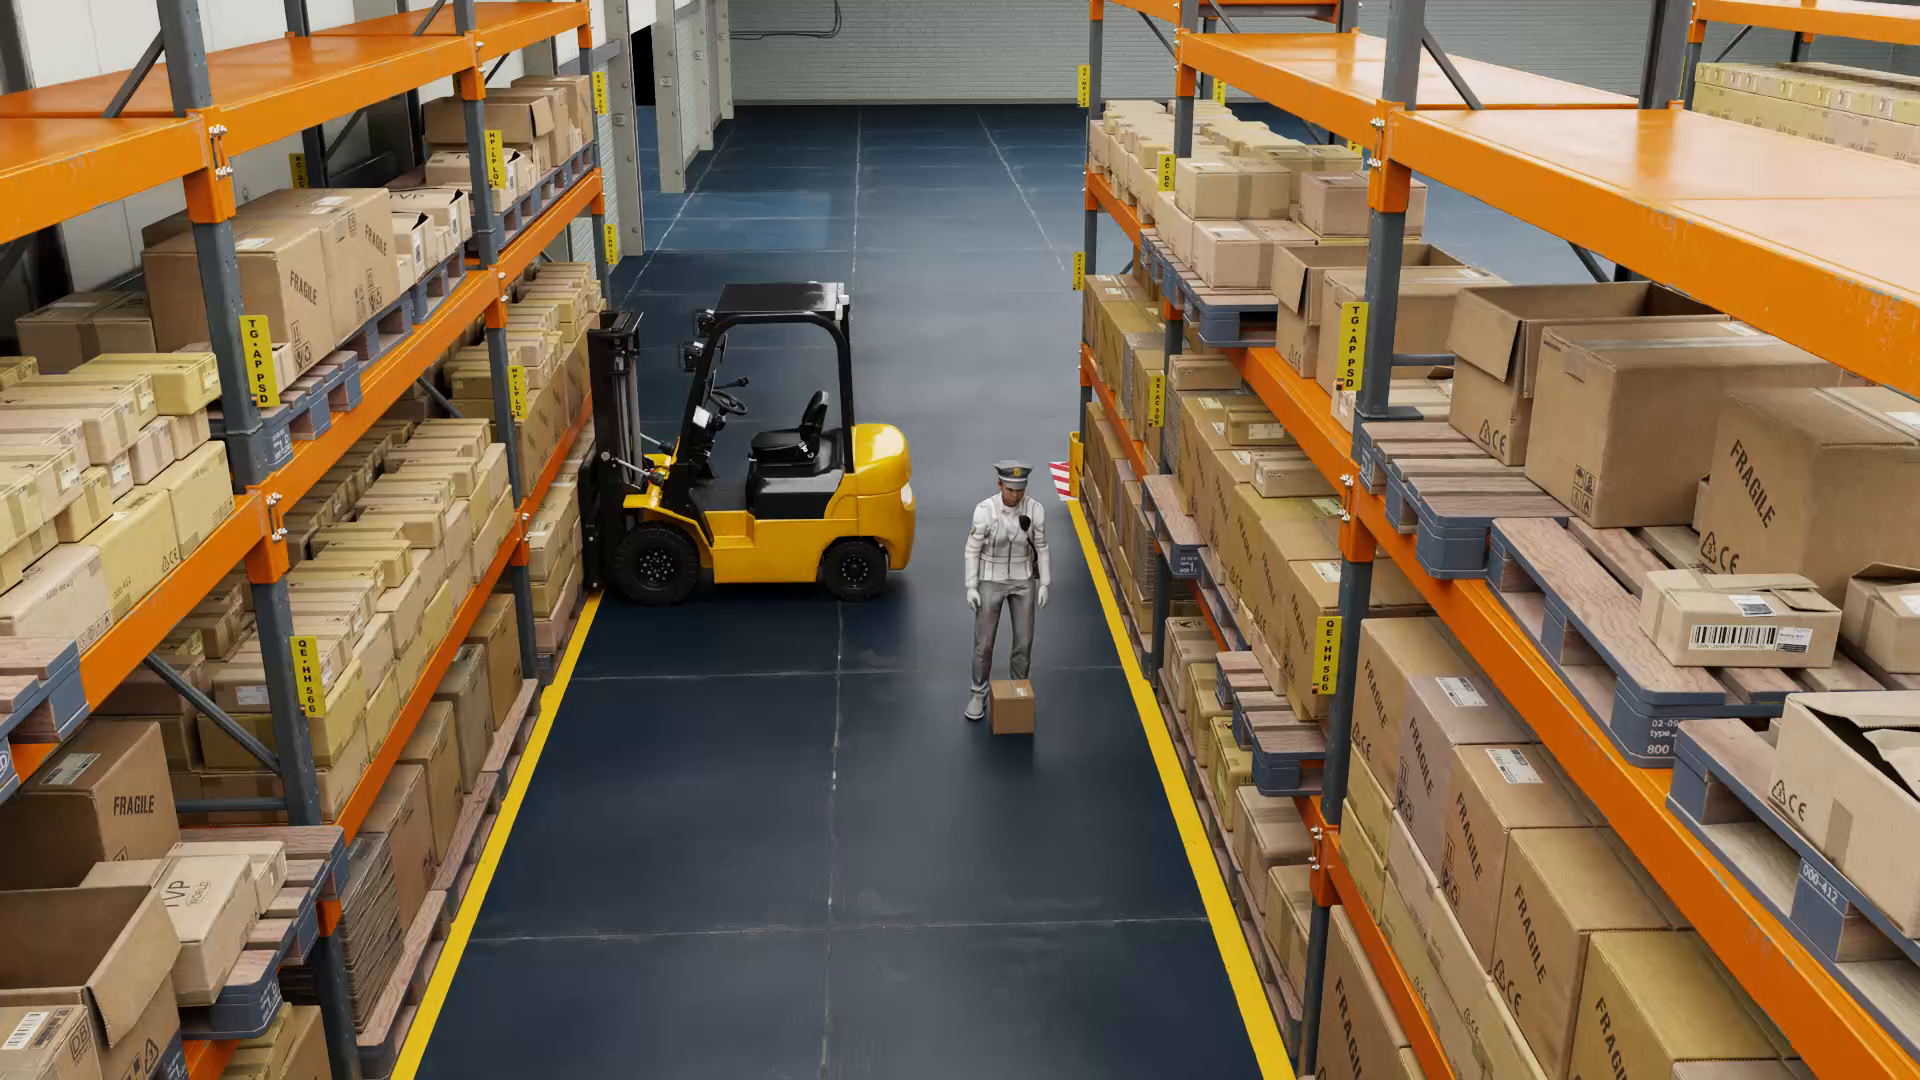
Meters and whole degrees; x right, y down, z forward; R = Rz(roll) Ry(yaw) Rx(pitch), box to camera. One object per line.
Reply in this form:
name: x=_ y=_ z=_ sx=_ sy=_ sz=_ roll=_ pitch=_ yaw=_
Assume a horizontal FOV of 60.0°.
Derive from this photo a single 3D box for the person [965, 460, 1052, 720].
person: x=0.294 y=0.290 z=10.295 sx=0.545 sy=1.666 sz=0.371 roll=-2 pitch=21 yaw=-6
